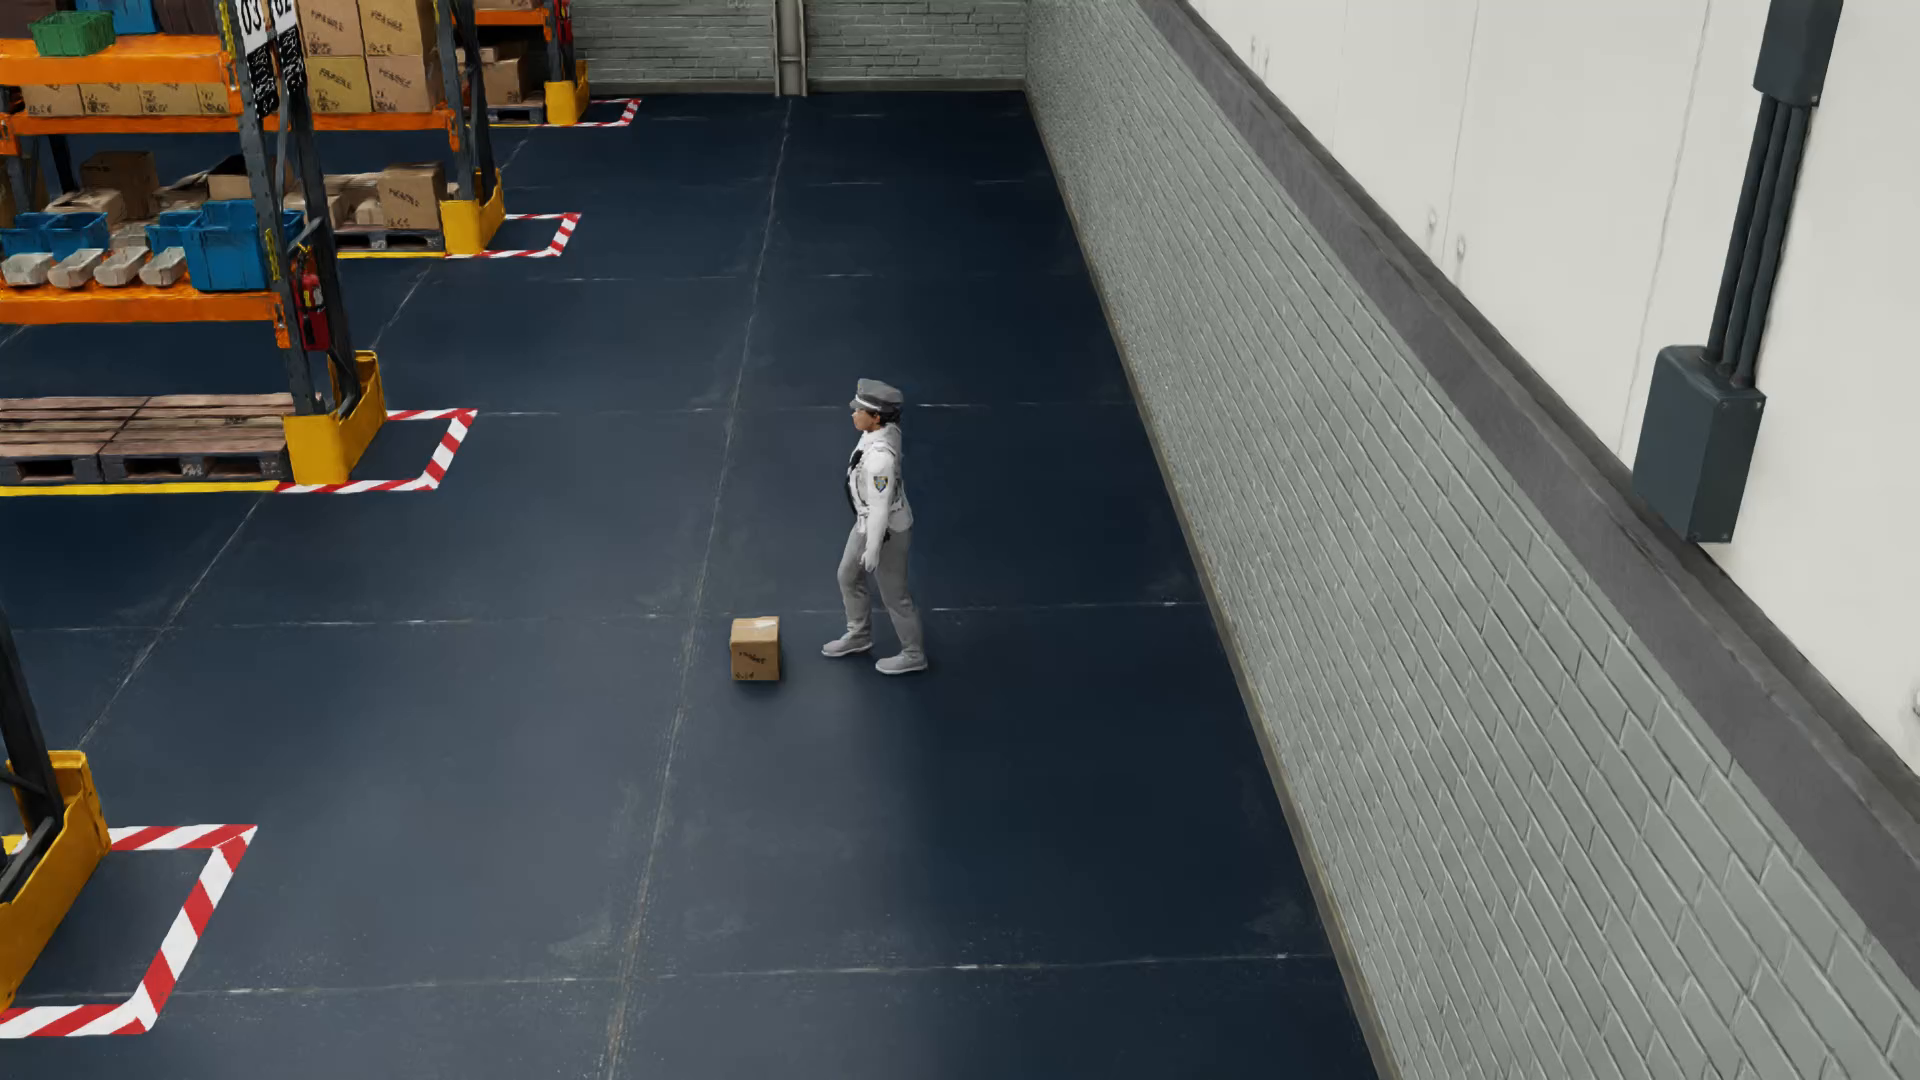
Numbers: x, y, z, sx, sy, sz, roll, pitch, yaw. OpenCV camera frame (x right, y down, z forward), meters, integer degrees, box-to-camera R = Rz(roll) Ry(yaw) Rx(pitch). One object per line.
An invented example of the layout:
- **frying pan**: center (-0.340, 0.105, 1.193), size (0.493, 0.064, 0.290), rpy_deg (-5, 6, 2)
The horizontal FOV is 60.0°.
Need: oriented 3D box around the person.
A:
- **person**: center (-0.461, -0.047, 8.662), size (0.576, 1.682, 0.478), rpy_deg (-2, 28, -4)
